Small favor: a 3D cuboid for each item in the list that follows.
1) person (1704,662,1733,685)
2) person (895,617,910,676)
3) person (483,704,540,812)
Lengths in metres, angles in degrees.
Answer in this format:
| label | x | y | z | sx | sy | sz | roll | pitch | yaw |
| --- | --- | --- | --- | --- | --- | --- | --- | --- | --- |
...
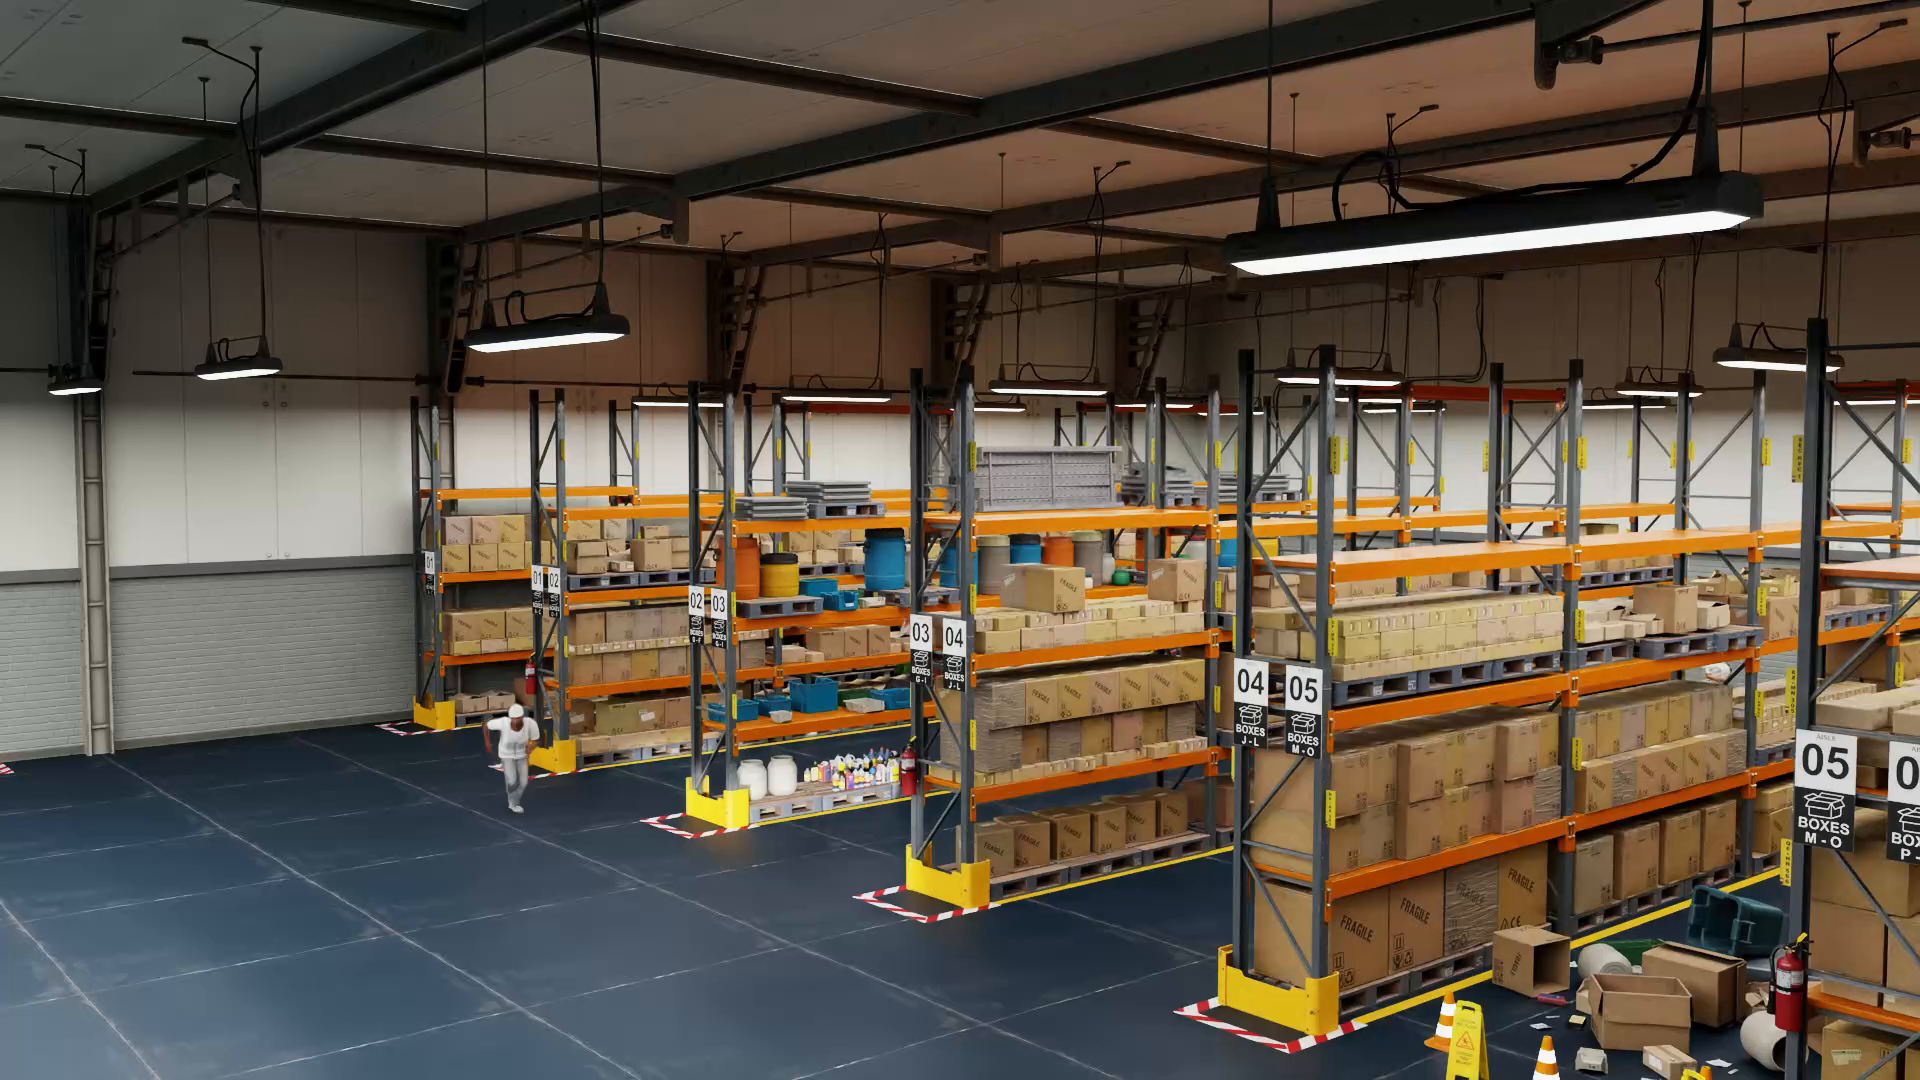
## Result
| label | x | y | z | sx | sy | sz | roll | pitch | yaw |
| --- | --- | --- | --- | --- | --- | --- | --- | --- | --- |
| person | 13.205 | 2.646 | 29.108 | 0.616 | 1.712 | 0.685 | -2 | 4 | -34 |
| person | -1.039 | 2.290 | 33.989 | 0.845 | 1.774 | 0.655 | -3 | 4 | -41 |
| person | -6.185 | 3.021 | 22.950 | 0.735 | 1.579 | 0.839 | -1 | 4 | -21 |
